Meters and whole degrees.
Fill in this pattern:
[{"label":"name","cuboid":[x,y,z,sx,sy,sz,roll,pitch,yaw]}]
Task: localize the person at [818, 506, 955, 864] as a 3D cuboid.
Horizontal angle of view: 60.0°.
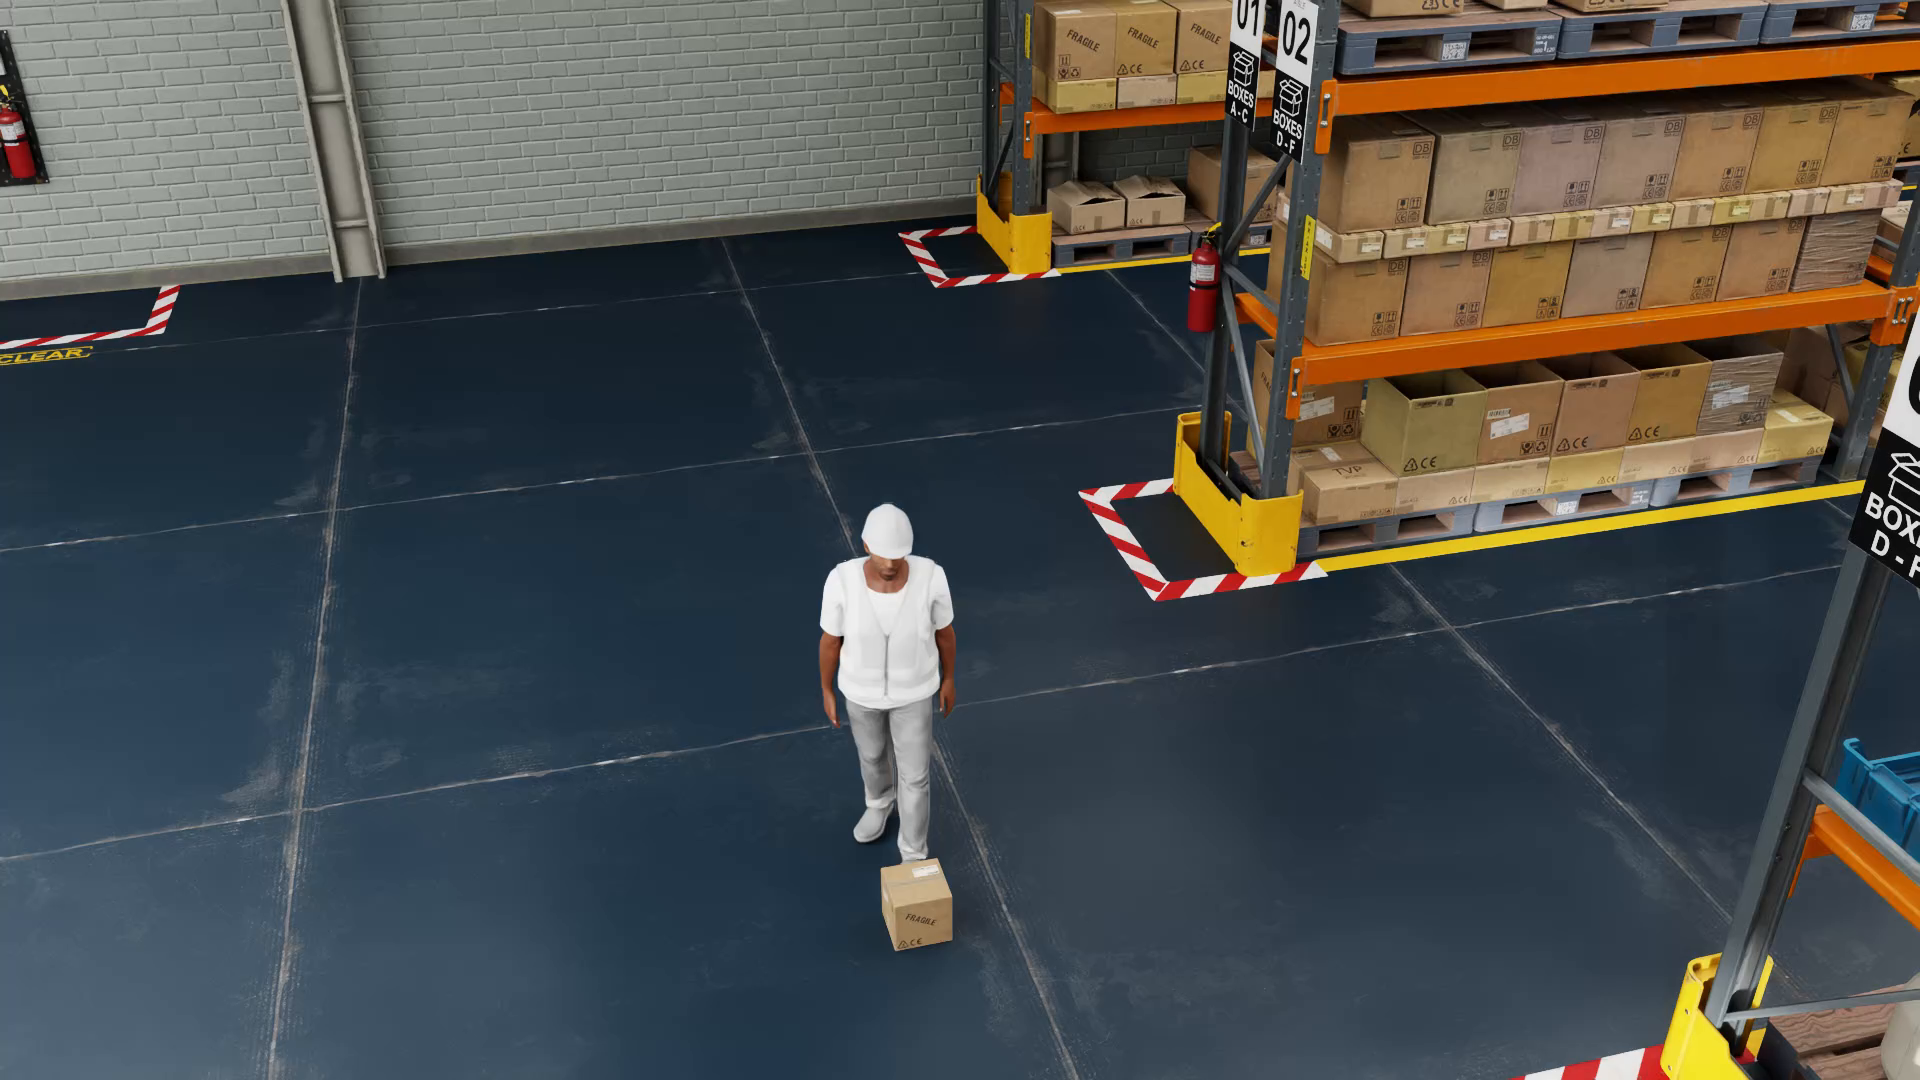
[{"label":"person","cuboid":[-0.312,0.659,7.063,0.577,1.769,0.681,0,30,1]}]
